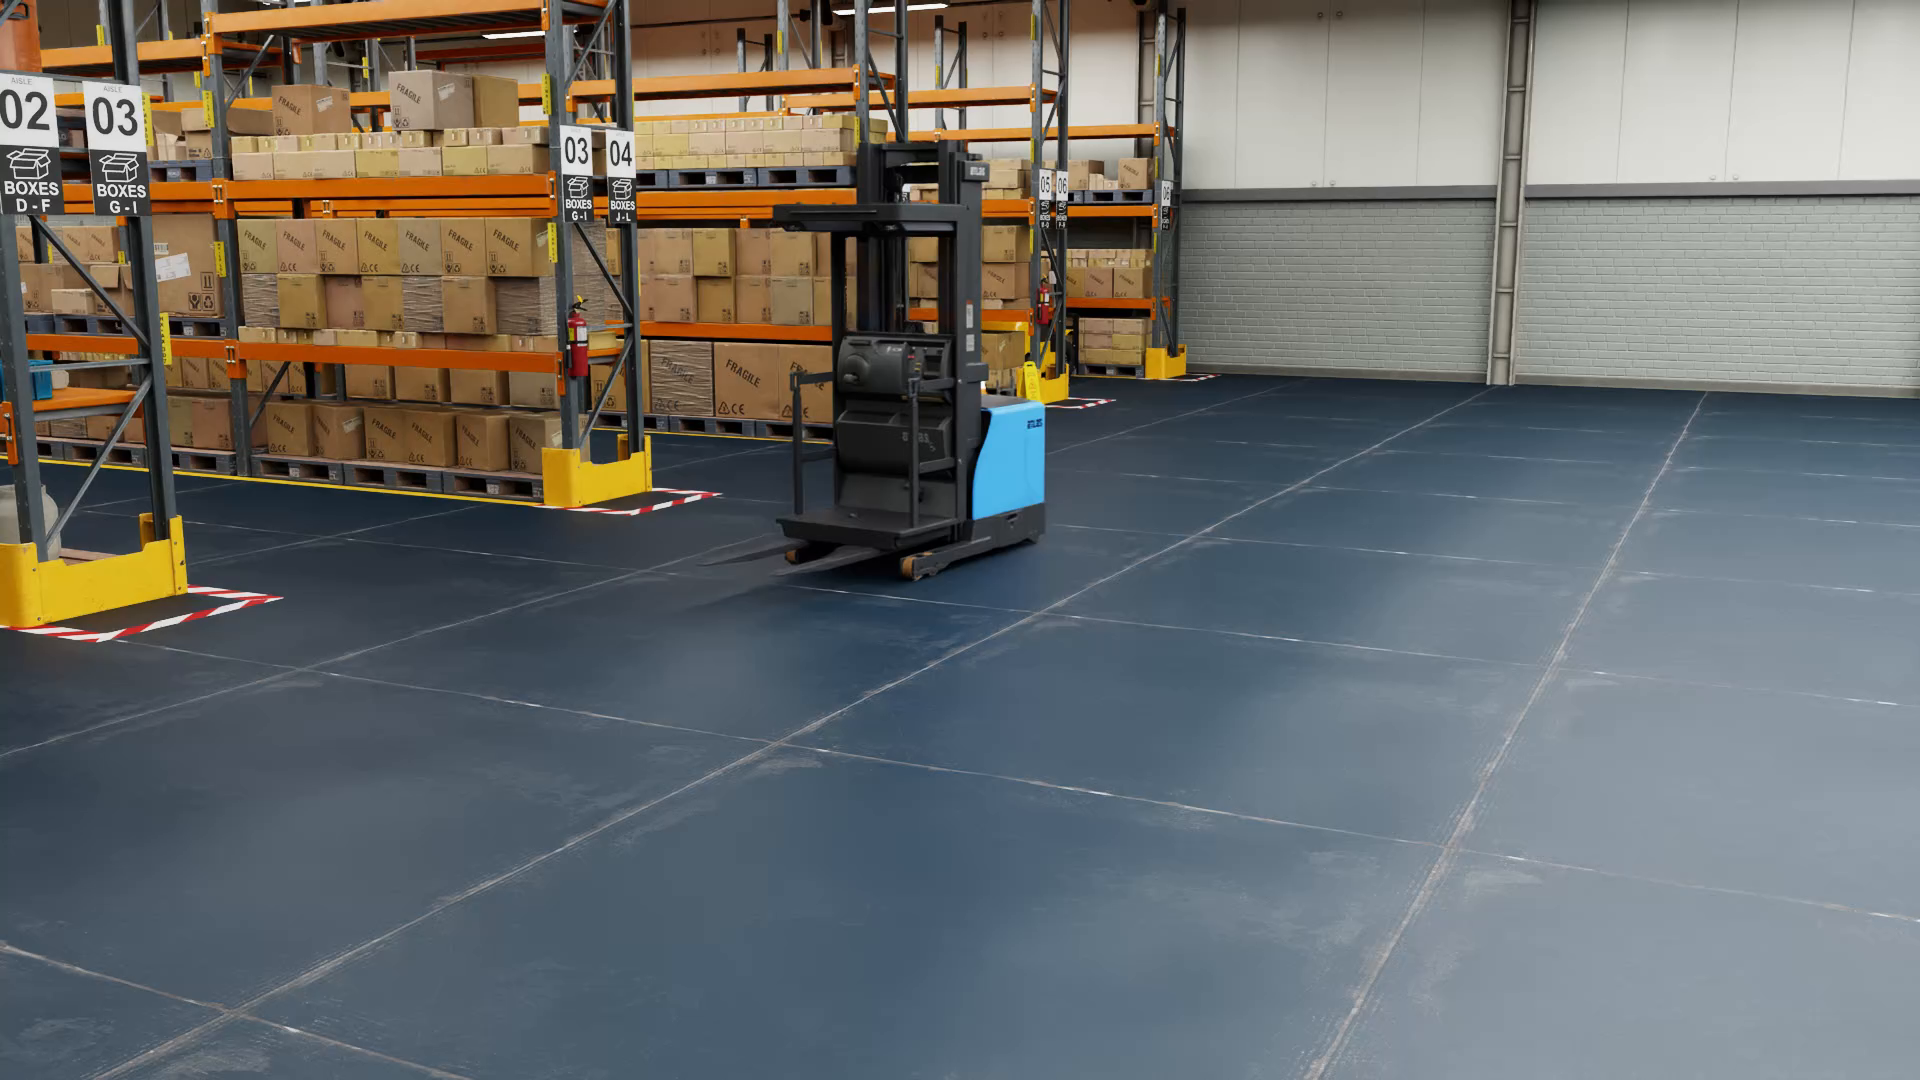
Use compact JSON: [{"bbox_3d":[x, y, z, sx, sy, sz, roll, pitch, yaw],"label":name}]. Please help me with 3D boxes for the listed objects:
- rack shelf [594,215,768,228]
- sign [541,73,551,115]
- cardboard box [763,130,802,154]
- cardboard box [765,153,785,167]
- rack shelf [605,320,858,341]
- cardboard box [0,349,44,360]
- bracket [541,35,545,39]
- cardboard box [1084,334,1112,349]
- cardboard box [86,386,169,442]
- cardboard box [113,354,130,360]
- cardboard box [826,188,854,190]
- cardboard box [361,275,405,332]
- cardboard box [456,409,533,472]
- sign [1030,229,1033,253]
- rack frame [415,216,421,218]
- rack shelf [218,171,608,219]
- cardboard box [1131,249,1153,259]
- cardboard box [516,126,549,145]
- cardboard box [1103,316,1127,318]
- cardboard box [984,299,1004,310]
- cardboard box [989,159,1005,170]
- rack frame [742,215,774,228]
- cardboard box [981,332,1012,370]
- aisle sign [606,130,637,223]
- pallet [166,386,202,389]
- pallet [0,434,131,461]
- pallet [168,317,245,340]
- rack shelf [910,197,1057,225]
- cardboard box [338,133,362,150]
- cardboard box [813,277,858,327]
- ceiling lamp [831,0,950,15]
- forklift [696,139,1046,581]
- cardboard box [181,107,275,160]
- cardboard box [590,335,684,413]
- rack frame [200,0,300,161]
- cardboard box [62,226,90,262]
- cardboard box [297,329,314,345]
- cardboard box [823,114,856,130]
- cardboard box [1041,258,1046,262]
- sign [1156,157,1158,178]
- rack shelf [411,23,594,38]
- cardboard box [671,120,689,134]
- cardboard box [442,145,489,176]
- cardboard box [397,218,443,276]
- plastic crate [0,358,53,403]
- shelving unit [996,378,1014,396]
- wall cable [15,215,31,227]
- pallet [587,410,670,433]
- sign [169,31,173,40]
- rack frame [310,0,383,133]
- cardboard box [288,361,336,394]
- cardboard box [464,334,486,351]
[{"bbox_3d":[-5.536,-6.136,31.810,4.000,0.370,1.077,5,11,26],"label":"rack shelf"},{"bbox_3d":[-3.409,-3.675,13.705,0.005,0.325,0.100,5,11,26],"label":"sign"},{"bbox_3d":[-1.871,-4.473,18.723,0.500,0.250,0.500,5,11,26],"label":"cardboard box"},{"bbox_3d":[-1.991,-4.275,18.752,0.250,0.149,0.380,5,11,26],"label":"cardboard box"},{"bbox_3d":[-2.654,-2.438,19.800,4.000,0.370,1.077,5,11,26],"label":"rack shelf"},{"bbox_3d":[-10.930,-1.700,18.486,0.875,0.875,1.225,4,11,23],"label":"cardboard box"},{"bbox_3d":[-8.084,-10.070,32.995,0.430,0.232,0.235,5,11,26],"label":"bracket"},{"bbox_3d":[2.412,-3.356,27.986,0.500,0.250,0.500,5,11,25],"label":"cardboard box"},{"bbox_3d":[-8.696,-1.332,17.454,0.500,0.500,0.700,6,12,31],"label":"cardboard box"},{"bbox_3d":[-12.056,-2.663,24.178,0.250,0.149,0.380,5,12,27],"label":"cardboard box"},{"bbox_3d":[-1.608,-5.179,24.089,0.500,0.250,0.500,5,11,25],"label":"cardboard box"},{"bbox_3d":[-5.001,-2.202,15.356,0.500,0.500,0.875,5,11,26],"label":"cardboard box"},{"bbox_3d":[-4.250,-0.921,15.234,0.500,0.500,0.500,9,14,41],"label":"cardboard box"},{"bbox_3d":[0.975,-4.071,22.665,0.005,0.325,0.100,5,11,26],"label":"sign"},{"bbox_3d":[-9.522,-4.379,28.502,0.127,3.000,1.000,5,11,26],"label":"rack frame"},{"bbox_3d":[-4.939,-3.130,15.200,4.000,0.370,1.077,5,11,26],"label":"rack shelf"},{"bbox_3d":[3.017,-4.736,27.536,0.250,0.149,0.380,5,11,26],"label":"cardboard box"},{"bbox_3d":[-3.533,-3.421,14.088,0.250,0.149,0.380,5,11,26],"label":"cardboard box"},{"bbox_3d":[2.635,-3.679,28.368,0.500,0.250,0.500,5,11,26],"label":"cardboard box"},{"bbox_3d":[0.533,-3.307,23.286,0.250,0.149,0.380,5,11,25],"label":"cardboard box"},{"bbox_3d":[0.591,-5.184,22.994,0.250,0.149,0.380,5,12,27],"label":"cardboard box"},{"bbox_3d":[-3.742,-4.857,31.142,0.127,3.000,1.000,5,11,26],"label":"rack frame"},{"bbox_3d":[0.405,-2.677,23.537,0.500,0.500,0.500,5,11,26],"label":"cardboard box"},{"bbox_3d":[-2.958,-3.173,14.538,0.004,0.787,0.394,5,11,26],"label":"aisle sign"},{"bbox_3d":[-10.923,-2.147,24.000,1.213,0.211,1.003,5,11,26],"label":"pallet"},{"bbox_3d":[-9.620,-1.047,17.922,1.213,0.211,1.003,5,11,26],"label":"pallet"},{"bbox_3d":[-7.354,-2.155,16.752,1.213,0.211,1.003,5,11,26],"label":"pallet"},{"bbox_3d":[-0.555,-4.713,23.945,4.000,0.370,1.077,5,11,26],"label":"rack shelf"},{"bbox_3d":[-5.392,-3.592,15.036,0.250,0.149,0.380,5,11,25],"label":"cardboard box"},{"bbox_3d":[-1.213,-2.730,18.973,0.550,0.550,0.875,5,11,26],"label":"cardboard box"},{"bbox_3d":[-1.004,-10.004,26.347,2.000,3.185,0.800,5,11,26],"label":"ceiling lamp"},{"bbox_3d":[-0.578,-1.262,11.474,1.130,2.935,3.031,7,12,33],"label":"forklift"},{"bbox_3d":[-7.111,-3.952,16.252,0.637,0.503,0.797,4,11,23],"label":"cardboard box"},{"bbox_3d":[-3.915,-2.050,20.423,0.875,0.875,0.875,5,11,27],"label":"cardboard box"},{"bbox_3d":[-6.733,-5.118,15.739,0.127,3.000,1.000,5,11,26],"label":"rack frame"},{"bbox_3d":[-12.629,-4.302,24.152,0.500,0.500,0.500,5,11,24],"label":"cardboard box"},{"bbox_3d":[-5.990,-1.922,15.632,0.250,0.149,0.380,5,11,26],"label":"cardboard box"},{"bbox_3d":[-1.313,-4.608,18.350,0.250,0.149,0.380,5,11,26],"label":"cardboard box"},{"bbox_3d":[1.392,-4.718,28.272,0.250,0.149,0.380,5,11,25],"label":"cardboard box"},{"bbox_3d":[3.179,-6.013,26.847,0.005,0.325,0.100,5,11,26],"label":"sign"},{"bbox_3d":[-7.729,-8.455,26.865,4.000,0.370,1.077,5,11,26],"label":"rack shelf"},{"bbox_3d":[-3.130,-4.767,19.233,0.250,0.149,0.380,5,11,26],"label":"cardboard box"},{"bbox_3d":[-4.140,-3.289,14.479,0.500,0.250,0.500,5,11,26],"label":"cardboard box"},{"bbox_3d":[-4.647,-2.620,14.862,0.500,0.500,0.500,5,11,26],"label":"cardboard box"},{"bbox_3d":[-5.919,-0.978,10.128,0.616,0.251,0.499,5,11,26],"label":"plastic crate"},{"bbox_3d":[0.143,-0.679,13.114,0.503,1.200,0.258,7,12,32],"label":"shelving unit"},{"bbox_3d":[-18.177,-5.650,32.585,0.123,1.953,0.585,5,11,26],"label":"wall cable"},{"bbox_3d":[-3.800,-1.505,20.455,1.213,0.211,1.003,5,11,26],"label":"pallet"},{"bbox_3d":[-11.382,-7.159,23.950,0.005,0.325,0.100,5,11,26],"label":"sign"},{"bbox_3d":[-8.035,-6.217,21.814,0.127,3.000,1.000,5,11,26],"label":"rack frame"},{"bbox_3d":[-8.741,-2.252,22.589,0.500,0.500,0.500,5,11,26],"label":"cardboard box"},{"bbox_3d":[-4.181,-1.770,14.792,0.250,0.149,0.380,5,11,26],"label":"cardboard box"}]
